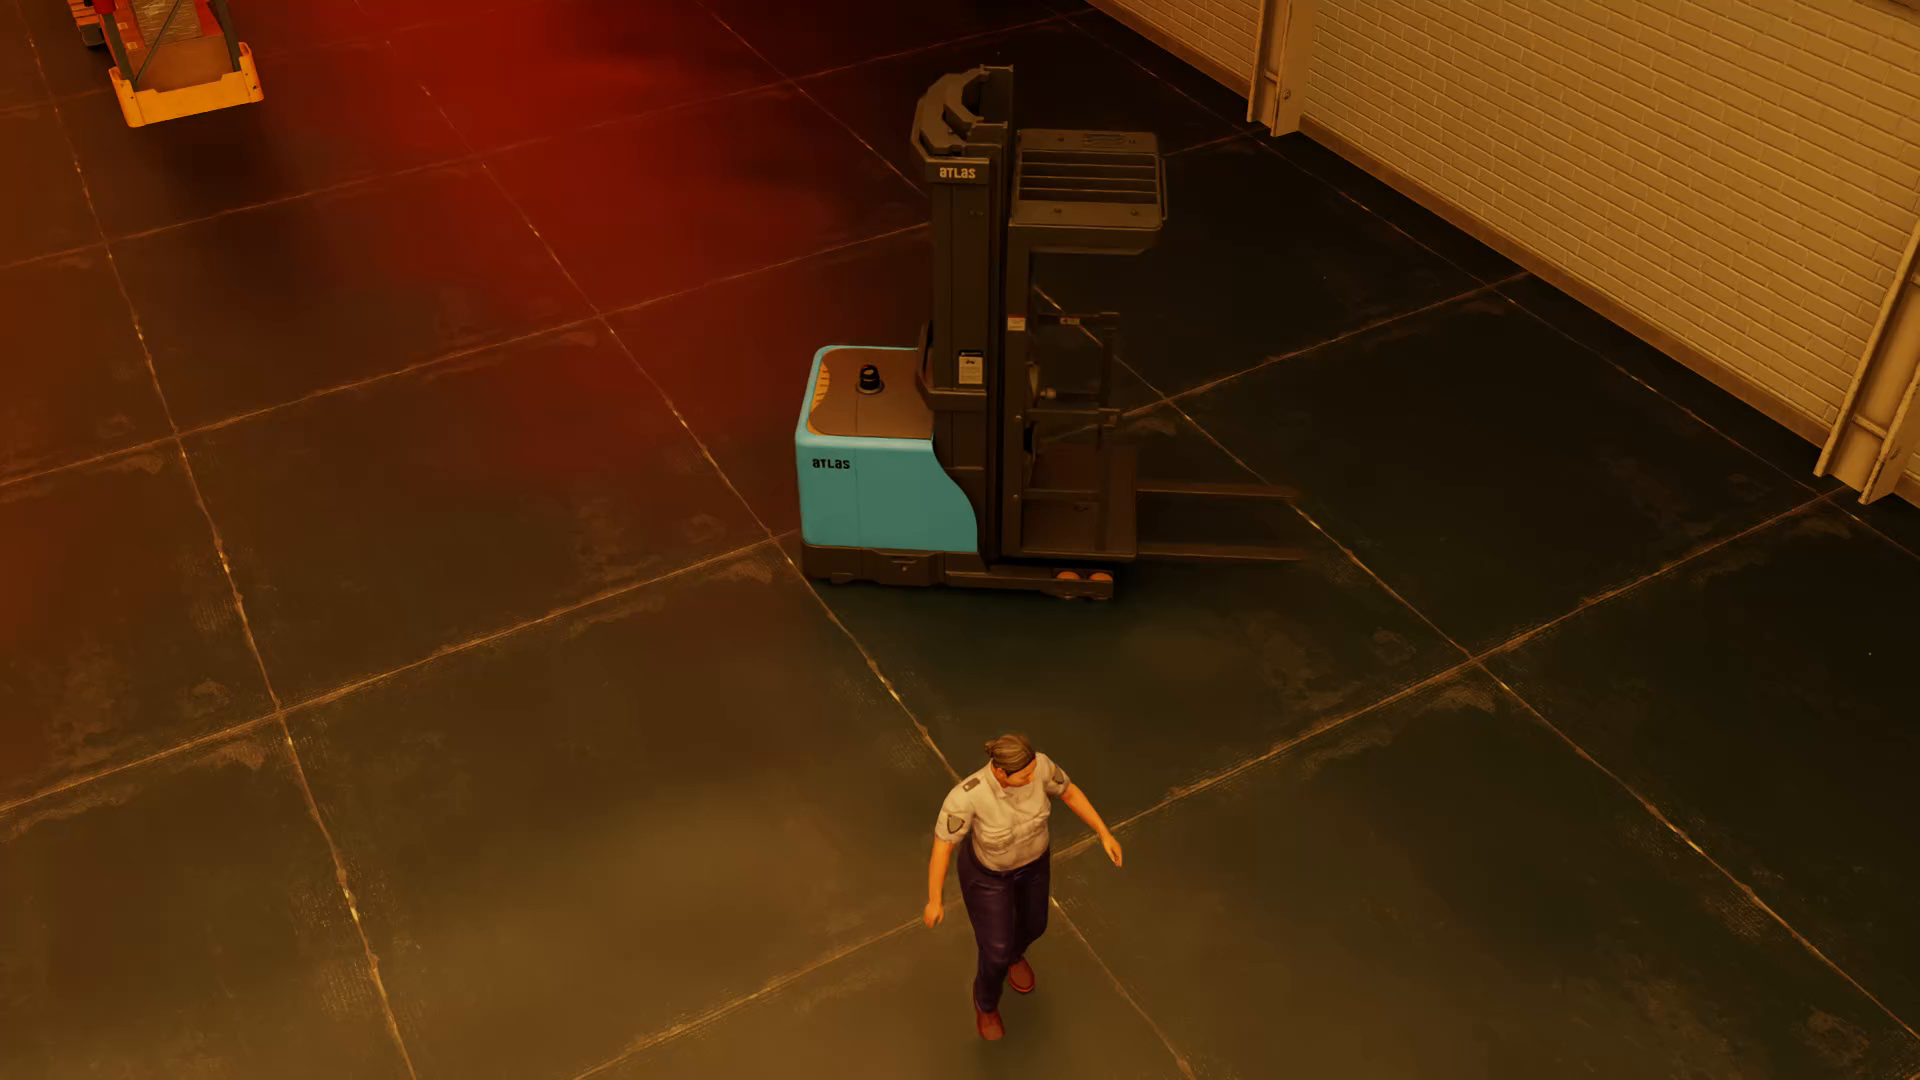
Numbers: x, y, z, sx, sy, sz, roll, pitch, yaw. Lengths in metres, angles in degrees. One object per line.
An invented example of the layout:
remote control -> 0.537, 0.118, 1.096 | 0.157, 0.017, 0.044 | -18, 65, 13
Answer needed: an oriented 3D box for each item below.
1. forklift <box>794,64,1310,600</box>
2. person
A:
forklift -> 0.587, -1.122, 9.389 | 3.031, 2.935, 1.130 | 2, 40, 3
person -> 0.236, 1.501, 7.297 | 0.880, 1.680, 0.484 | -18, 43, -20
